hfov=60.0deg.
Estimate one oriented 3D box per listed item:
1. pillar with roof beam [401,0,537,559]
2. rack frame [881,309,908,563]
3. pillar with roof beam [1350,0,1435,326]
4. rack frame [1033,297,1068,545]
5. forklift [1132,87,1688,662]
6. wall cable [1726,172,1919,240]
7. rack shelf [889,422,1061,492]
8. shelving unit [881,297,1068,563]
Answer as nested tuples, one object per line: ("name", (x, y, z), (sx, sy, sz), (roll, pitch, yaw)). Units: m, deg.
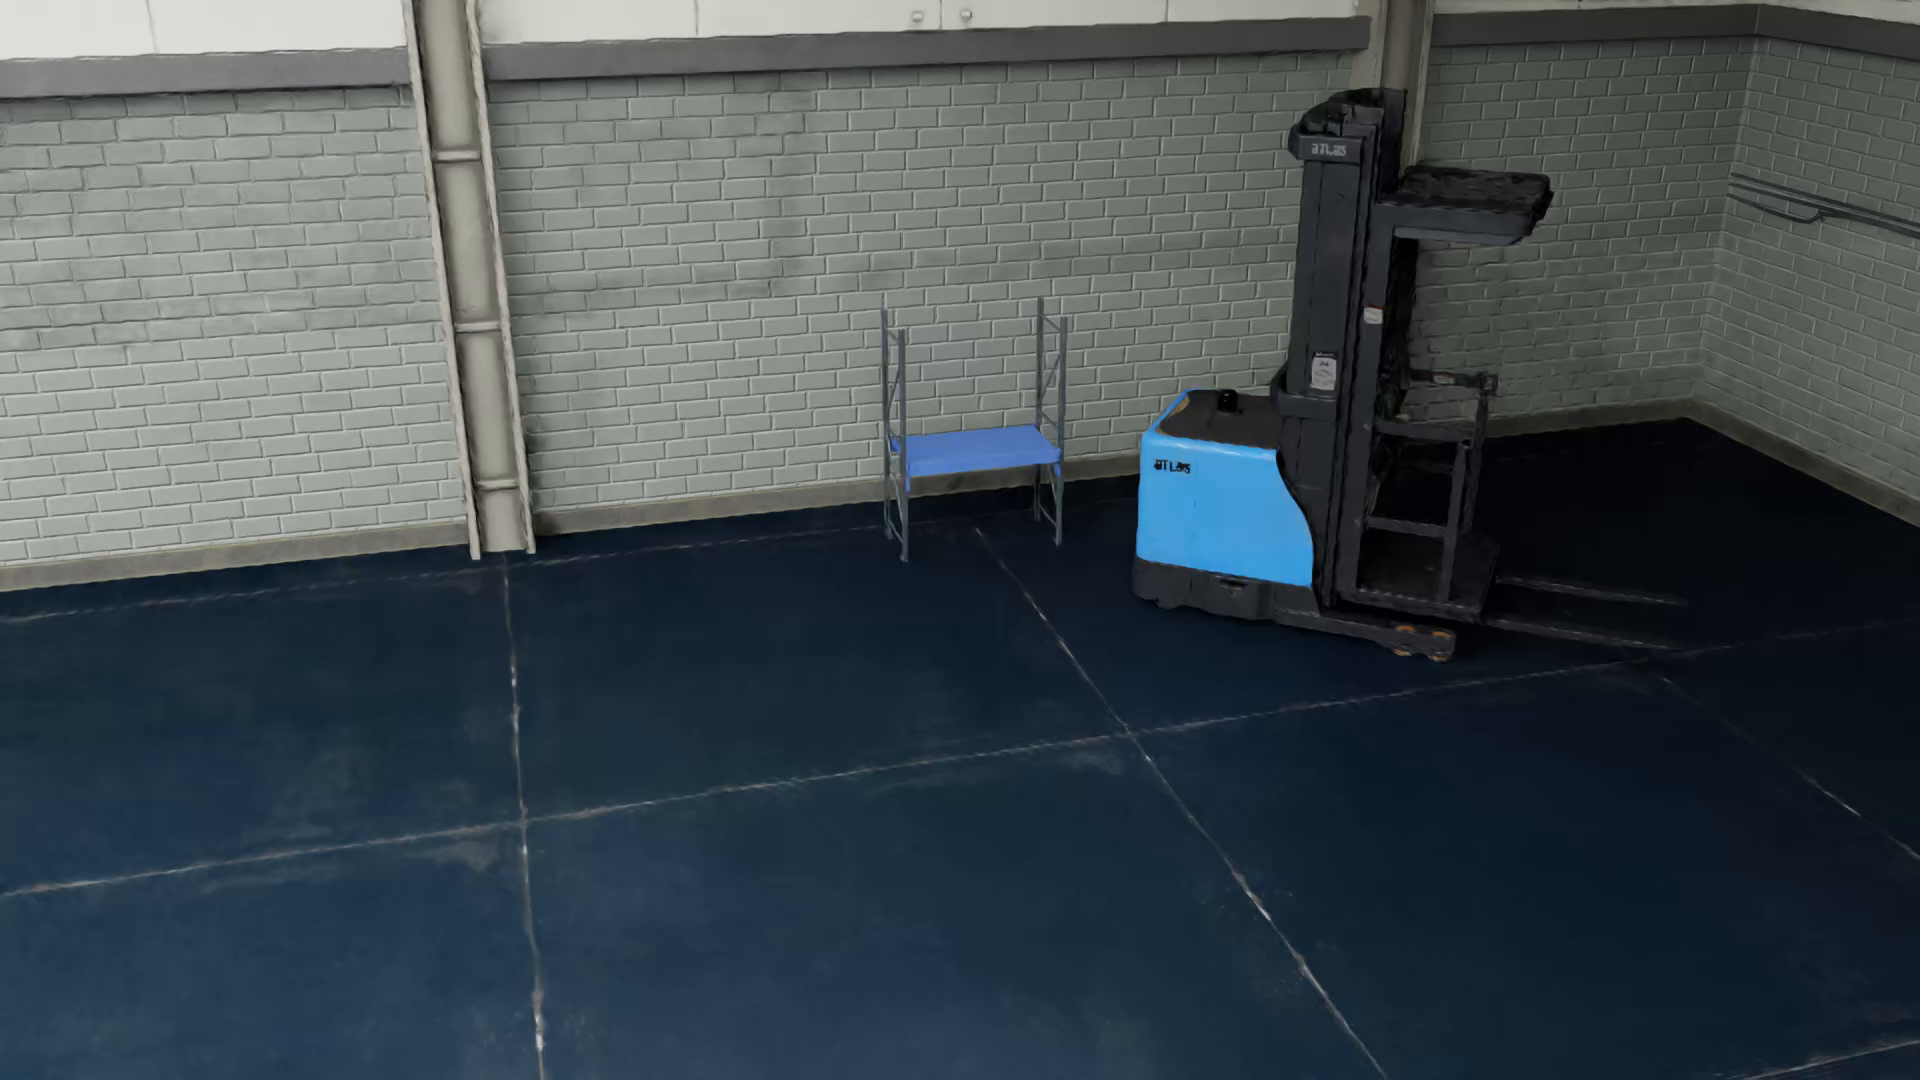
("pillar with roof beam", (-1.760, -2.457, 5.065), (0.400, 9.000, 9.100), (-6, 24, -14))
("rack frame", (-0.407, -0.644, 10.349), (0.032, 1.500, 0.500), (-6, 24, -14))
("pillar with roof beam", (4.017, -3.096, 6.554), (0.400, 9.000, 9.100), (-6, 24, -14))
("rack frame", (0.572, -0.752, 10.602), (0.032, 1.500, 0.500), (-6, 24, -14))
("forklift", (2.585, -0.911, 9.156), (3.031, 2.935, 1.130), (9, 25, 21))
("wall cable", (6.048, -3.116, 10.537), (0.112, 2.526, 3.097), (-6, 24, -14))
("rack shelf", (0.082, -0.533, 10.546), (1.000, 0.185, 0.538), (-6, 24, -14))
("shelving unit", (0.082, -0.698, 10.475), (1.048, 1.500, 0.538), (-6, 24, -14))
